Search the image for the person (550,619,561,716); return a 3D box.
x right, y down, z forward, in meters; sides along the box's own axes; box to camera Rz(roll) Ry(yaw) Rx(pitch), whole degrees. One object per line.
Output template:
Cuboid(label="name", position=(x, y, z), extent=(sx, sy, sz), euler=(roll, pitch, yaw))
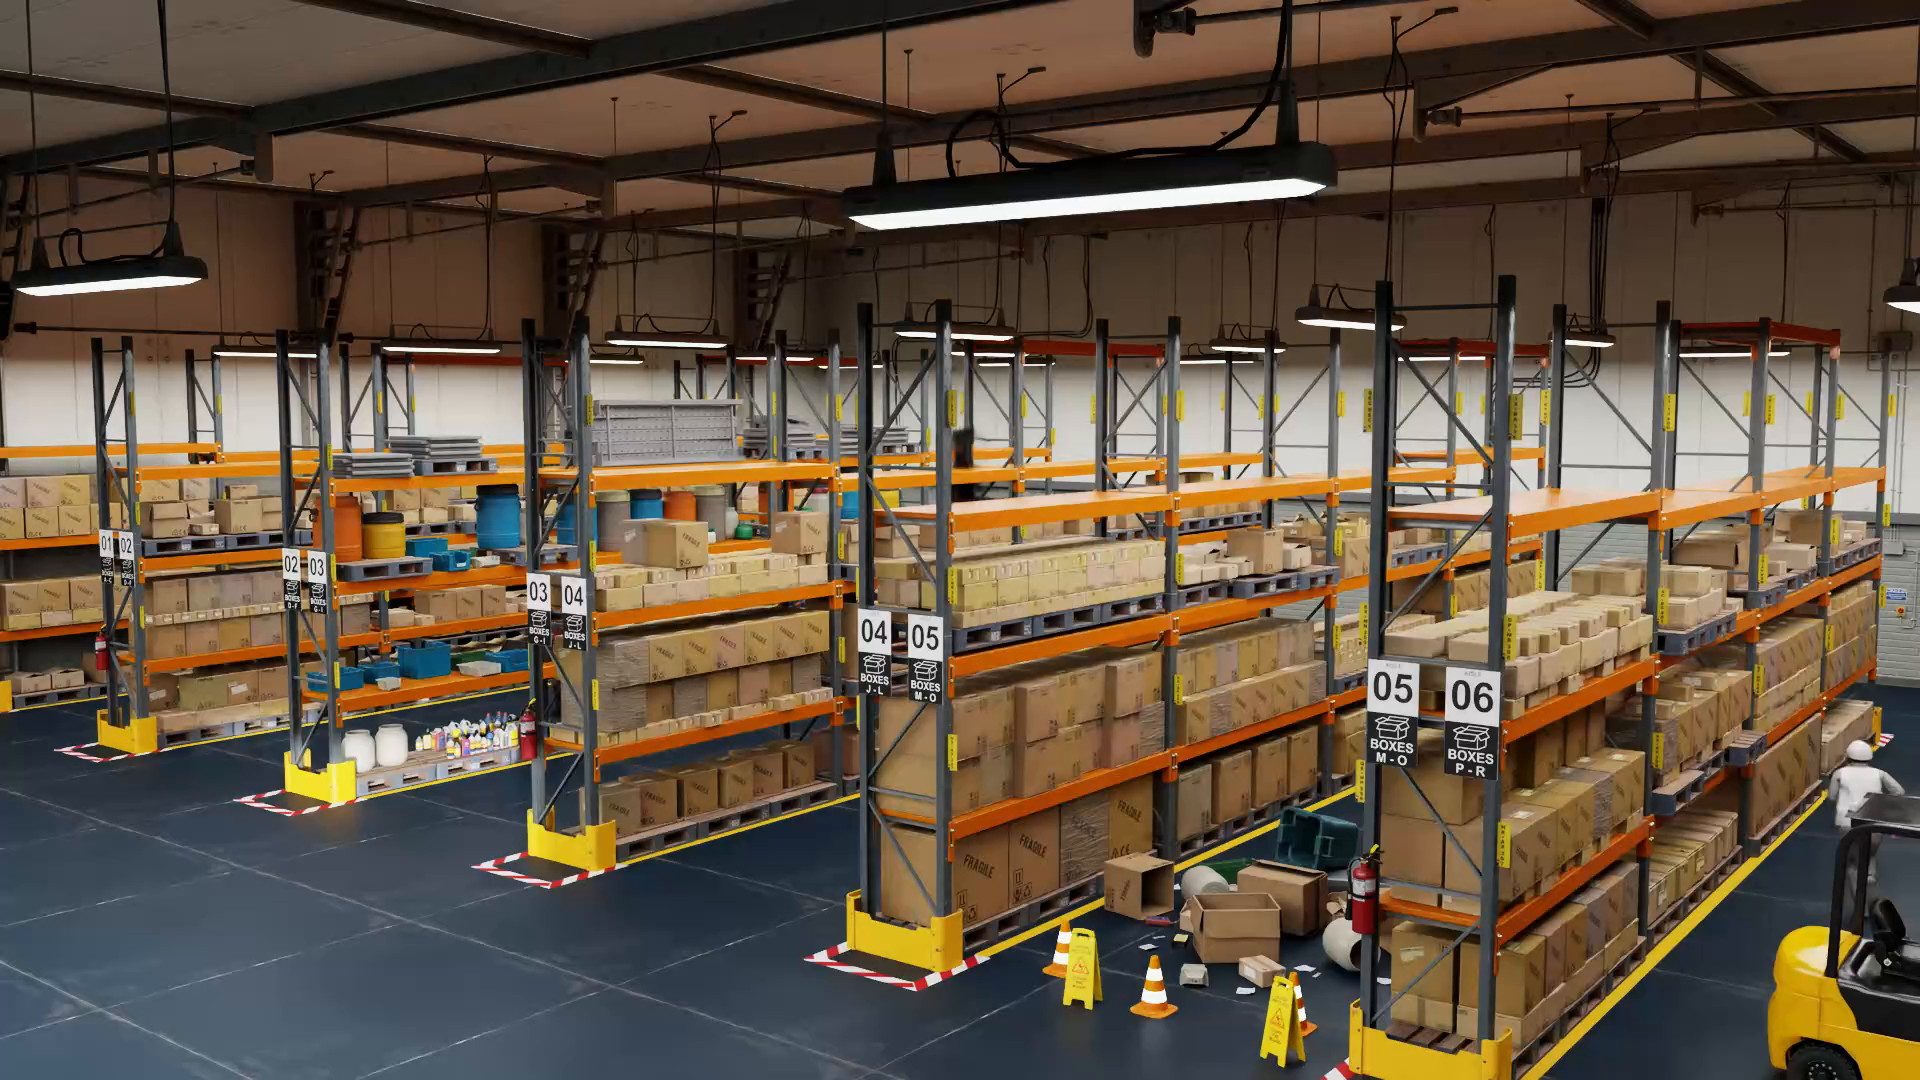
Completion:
Cuboid(label="person", position=(-6.488, 1.979, 27.082), extent=(0.656, 1.680, 0.797), euler=(2, 5, 21))

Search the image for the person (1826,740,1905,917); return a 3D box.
Cuboid(label="person", position=(9.049, 2.872, 16.683), extent=(0.663, 1.699, 0.728), euler=(2, 5, 19))
